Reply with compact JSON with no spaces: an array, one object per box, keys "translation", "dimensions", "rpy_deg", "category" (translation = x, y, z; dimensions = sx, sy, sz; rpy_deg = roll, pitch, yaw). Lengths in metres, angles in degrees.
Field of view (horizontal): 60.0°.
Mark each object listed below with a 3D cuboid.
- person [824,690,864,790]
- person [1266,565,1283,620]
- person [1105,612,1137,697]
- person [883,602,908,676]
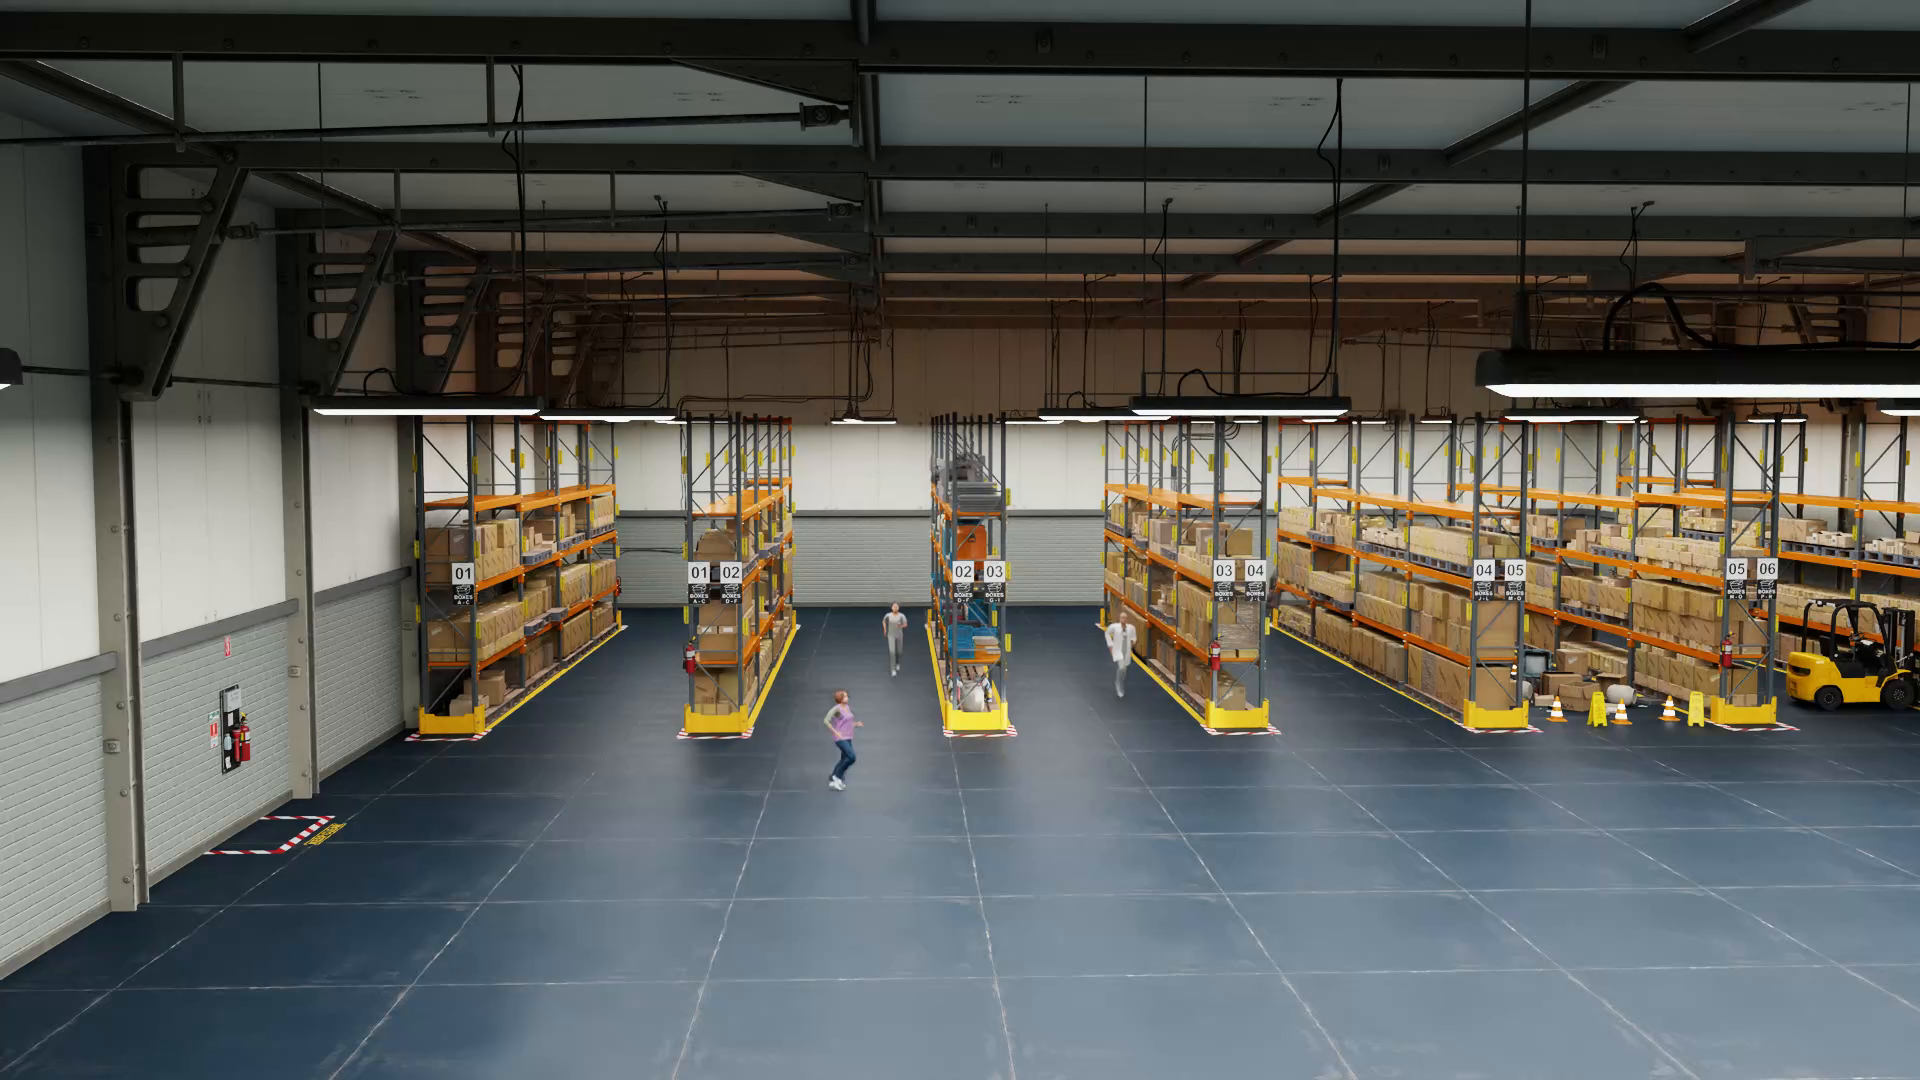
[{"translation":[-1.811,3.144,26.161],"dimensions":[0.592,1.569,0.522],"rpy_deg":[2,4,21],"category":"person"},{"translation":[9.224,1.550,48.890],"dimensions":[0.599,1.686,0.678],"rpy_deg":[0,4,-7],"category":"person"},{"translation":[3.456,2.441,35.489],"dimensions":[0.610,1.814,0.909],"rpy_deg":[-1,4,-18],"category":"person"},{"translation":[-1.495,2.249,38.414],"dimensions":[0.564,1.655,0.969],"rpy_deg":[0,4,-5],"category":"person"}]
